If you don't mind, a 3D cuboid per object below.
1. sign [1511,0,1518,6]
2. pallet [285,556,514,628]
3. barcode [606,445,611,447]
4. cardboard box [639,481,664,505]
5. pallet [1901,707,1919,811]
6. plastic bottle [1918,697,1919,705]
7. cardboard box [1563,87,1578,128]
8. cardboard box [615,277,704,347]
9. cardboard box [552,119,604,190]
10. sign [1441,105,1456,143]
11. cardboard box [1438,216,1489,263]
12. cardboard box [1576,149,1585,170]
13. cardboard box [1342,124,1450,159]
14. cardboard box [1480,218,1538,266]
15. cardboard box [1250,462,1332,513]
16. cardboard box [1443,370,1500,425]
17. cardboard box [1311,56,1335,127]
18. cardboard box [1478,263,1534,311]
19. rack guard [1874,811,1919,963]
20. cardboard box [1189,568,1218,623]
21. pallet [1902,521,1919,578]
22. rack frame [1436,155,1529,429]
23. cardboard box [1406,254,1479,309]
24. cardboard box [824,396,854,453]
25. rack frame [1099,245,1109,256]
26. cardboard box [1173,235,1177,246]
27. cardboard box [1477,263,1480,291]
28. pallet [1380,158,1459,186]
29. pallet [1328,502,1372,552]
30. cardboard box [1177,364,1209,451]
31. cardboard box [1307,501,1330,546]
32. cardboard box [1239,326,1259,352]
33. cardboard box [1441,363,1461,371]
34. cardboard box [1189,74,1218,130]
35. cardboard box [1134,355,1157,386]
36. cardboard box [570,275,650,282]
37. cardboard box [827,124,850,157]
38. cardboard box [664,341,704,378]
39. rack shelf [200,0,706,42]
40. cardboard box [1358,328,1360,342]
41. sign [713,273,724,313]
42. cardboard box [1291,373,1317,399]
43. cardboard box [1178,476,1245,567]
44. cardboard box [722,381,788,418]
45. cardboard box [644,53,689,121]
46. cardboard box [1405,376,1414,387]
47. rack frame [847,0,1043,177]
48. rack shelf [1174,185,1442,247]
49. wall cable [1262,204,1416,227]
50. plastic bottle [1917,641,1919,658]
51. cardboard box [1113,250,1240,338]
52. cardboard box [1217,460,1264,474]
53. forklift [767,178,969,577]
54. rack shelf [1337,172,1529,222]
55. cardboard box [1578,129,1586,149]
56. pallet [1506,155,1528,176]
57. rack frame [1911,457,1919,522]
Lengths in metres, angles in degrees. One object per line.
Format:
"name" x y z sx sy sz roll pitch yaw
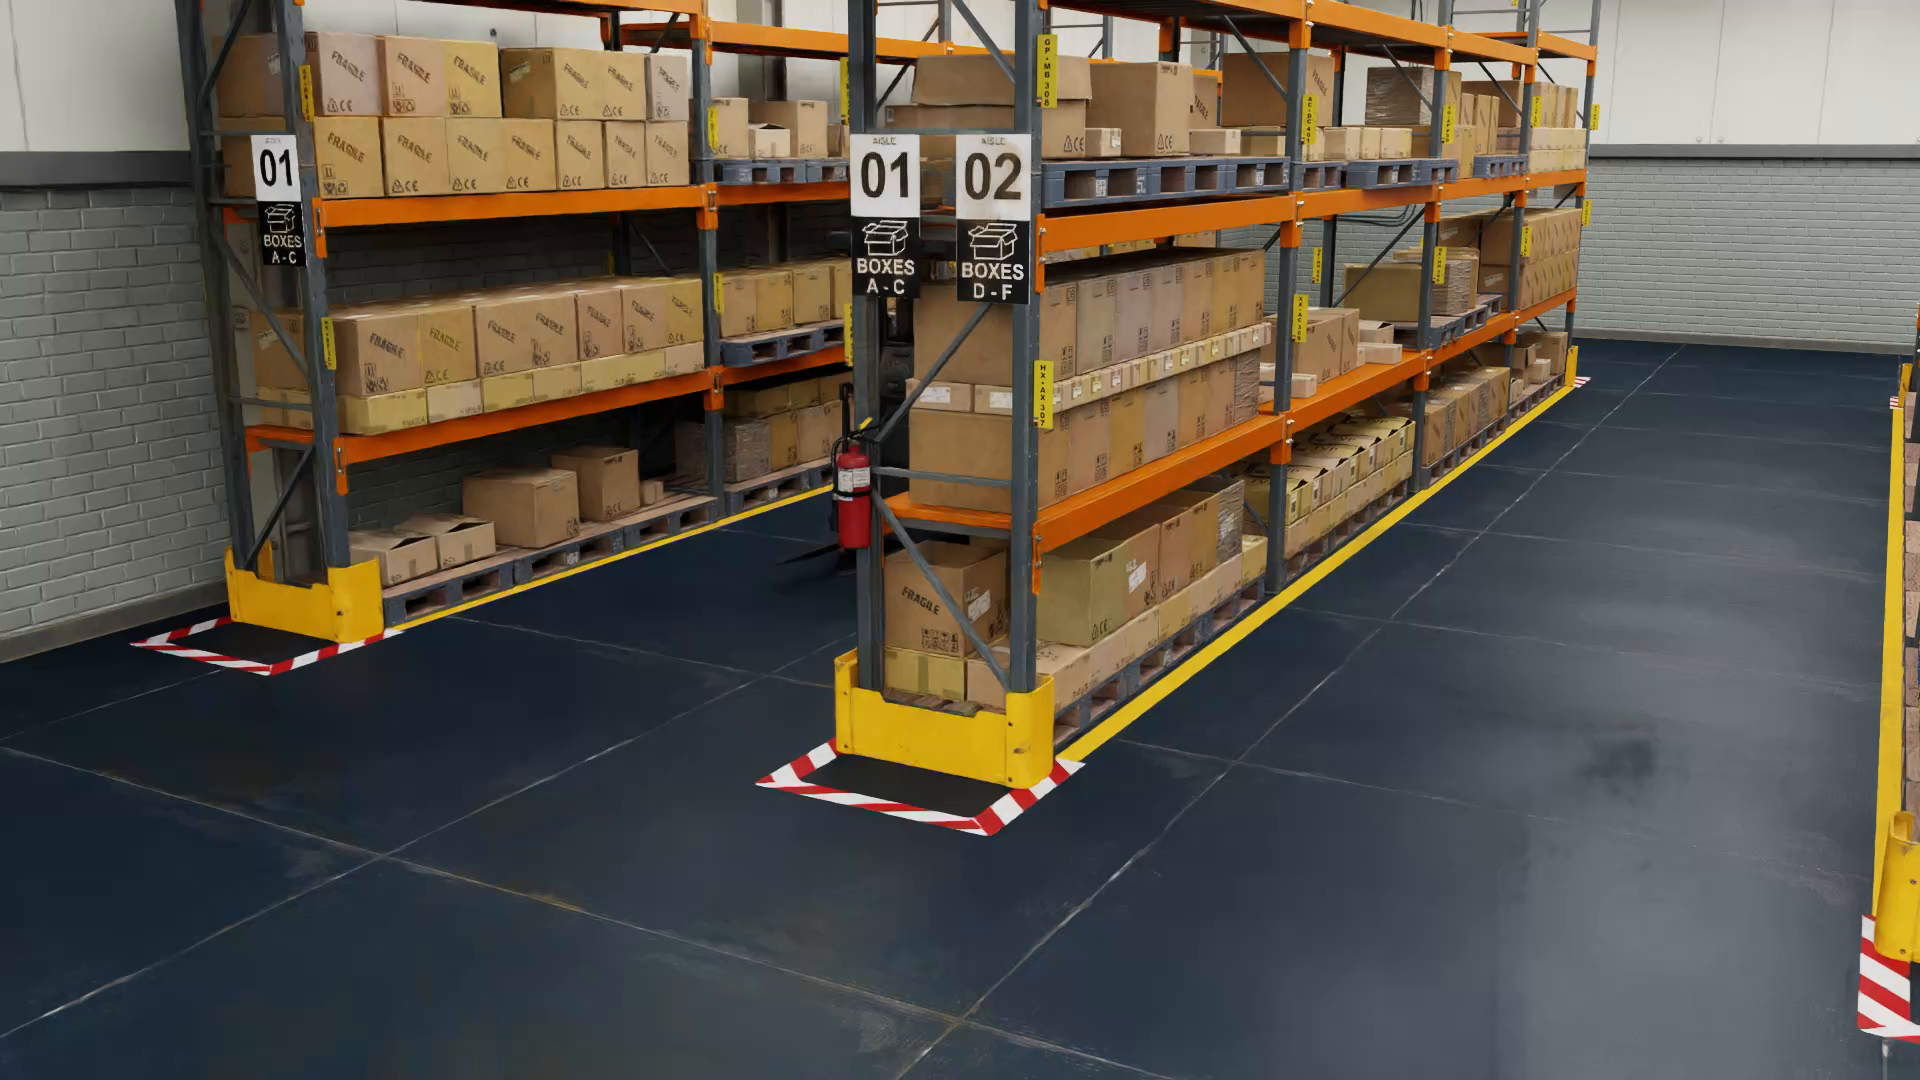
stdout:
"sign" 7.180 -7.062 21.463 0.100 0.325 0.005 7 15 28
"pallet" -3.958 0.308 11.805 1.003 0.211 1.213 7 15 28
"barcode" -2.956 -0.760 14.000 0.001 0.075 0.075 7 15 28
"cardboard box" -2.717 -0.413 13.954 0.380 0.166 0.250 5 15 21
"pallet" 5.238 1.173 8.219 1.003 0.211 1.213 7 15 28
"plastic bottle" 5.186 0.792 8.881 0.097 0.201 0.097 0 14 0
"cardboard box" 7.421 -5.477 21.105 0.700 0.500 0.500 7 15 28
"cardboard box" -2.442 -1.859 13.522 0.500 0.500 0.500 7 15 28
"cardboard box" -3.003 -2.854 12.317 0.500 0.500 0.500 7 15 26
"sign" 4.269 -3.633 14.533 0.100 0.325 0.005 7 15 28
"cardboard box" 5.739 -3.438 19.049 0.500 0.500 0.500 7 15 28
"cardboard box" 7.637 -4.841 21.135 0.500 0.250 0.500 7 15 28
"cardboard box" 3.969 -3.550 15.246 0.910 0.500 0.500 7 15 28
"cardboard box" 6.195 -3.370 18.766 0.500 0.500 0.500 8 16 29
"cardboard box" 2.518 -0.428 12.683 0.500 0.311 0.500 7 15 27
"cardboard box" 5.487 -1.535 17.896 0.500 0.500 0.500 7 15 28
"cardboard box" 2.441 -3.325 12.349 0.500 0.500 0.500 9 16 33
"cardboard box" 6.206 -2.893 18.920 0.500 0.500 0.500 8 16 30
"rack guard" 4.250 1.448 6.462 1.175 0.500 0.348 7 15 28
"cardboard box" 1.342 0.329 10.740 0.500 0.250 0.500 7 15 28
"pallet" 7.713 0.122 12.577 1.003 0.211 1.213 7 15 28
"rack frame" 5.721 -2.771 18.626 1.000 3.000 0.127 7 15 28
"cardboard box" 4.921 -2.654 17.032 0.700 0.500 0.500 3 14 14
"cardboard box" -1.419 -1.158 16.331 0.700 0.500 0.500 7 15 28
"rack frame" 1.383 -3.331 20.951 1.000 3.000 0.127 7 15 28
"cardboard box" 2.360 -3.886 22.612 0.980 0.700 0.700 7 15 25
"cardboard box" 5.738 -2.951 19.160 0.500 0.500 0.500 8 16 29
"pallet" 3.538 -3.167 14.273 1.213 0.211 1.003 8 16 31
"pallet" 2.764 -0.181 13.832 1.003 0.211 1.213 7 15 28
"cardboard box" 1.149 -0.875 10.548 0.700 0.500 0.500 8 16 29
"cardboard box" 2.514 -0.156 12.752 0.500 0.250 0.500 8 16 29
"cardboard box" 1.789 -1.363 11.188 0.380 0.149 0.250 7 15 27
"cardboard box" 5.274 -1.698 18.570 0.500 0.500 0.500 7 15 26
"cardboard box" 1.379 -2.835 11.084 0.500 0.500 0.500 9 16 33
"cardboard box" 0.919 -0.993 9.656 0.380 0.149 0.250 7 15 27
"cardboard box" -2.895 -1.918 13.768 0.500 0.500 0.500 7 15 27
"cardboard box" -1.259 -3.773 16.121 0.797 0.503 0.637 10 17 36
"cardboard box" -2.448 -1.495 13.612 0.500 0.250 0.500 7 15 28
"rack shelf" -3.451 -3.845 11.822 1.077 0.370 4.000 7 15 28
"cardboard box" 3.185 -1.745 14.562 0.500 0.311 0.500 7 15 27
"sign" -2.006 -2.051 13.793 0.100 0.325 0.005 7 15 28
"cardboard box" 2.461 -1.166 12.505 0.380 0.149 0.250 7 15 28
"cardboard box" 1.569 -0.140 11.086 0.500 0.500 0.500 7 15 28
"cardboard box" -1.933 -1.297 15.307 0.500 0.250 0.500 7 15 27
"cardboard box" -2.489 -3.559 13.106 0.500 0.500 0.500 6 15 23
"cardboard box" 4.548 -1.754 17.204 0.500 0.250 0.500 7 15 27
"rack frame" -0.080 -3.225 7.711 1.000 3.000 0.127 7 15 28
"rack shelf" 2.821 -2.648 13.253 1.077 0.370 4.000 7 15 28
"wall cable" 6.364 -6.679 28.661 3.097 2.526 0.112 7 15 28
"plastic bottle" 5.650 0.561 9.690 0.097 0.271 0.097 0 14 0
"cardboard box" 1.402 -1.613 10.843 0.700 0.500 0.500 7 15 28
"cardboard box" 2.045 -0.492 12.950 0.500 0.311 0.500 8 16 30
"forklift" -0.319 -1.300 12.671 1.130 2.935 3.031 8 16 30
"rack shelf" 4.754 -3.469 16.657 1.077 0.370 4.000 7 15 28
"cardboard box" 7.630 -5.085 21.080 0.500 0.250 0.500 7 15 28
"pallet" 5.344 -4.012 17.774 1.213 0.211 1.003 7 15 28
"rack frame" 8.122 -1.388 12.891 1.000 3.000 0.127 7 15 28
